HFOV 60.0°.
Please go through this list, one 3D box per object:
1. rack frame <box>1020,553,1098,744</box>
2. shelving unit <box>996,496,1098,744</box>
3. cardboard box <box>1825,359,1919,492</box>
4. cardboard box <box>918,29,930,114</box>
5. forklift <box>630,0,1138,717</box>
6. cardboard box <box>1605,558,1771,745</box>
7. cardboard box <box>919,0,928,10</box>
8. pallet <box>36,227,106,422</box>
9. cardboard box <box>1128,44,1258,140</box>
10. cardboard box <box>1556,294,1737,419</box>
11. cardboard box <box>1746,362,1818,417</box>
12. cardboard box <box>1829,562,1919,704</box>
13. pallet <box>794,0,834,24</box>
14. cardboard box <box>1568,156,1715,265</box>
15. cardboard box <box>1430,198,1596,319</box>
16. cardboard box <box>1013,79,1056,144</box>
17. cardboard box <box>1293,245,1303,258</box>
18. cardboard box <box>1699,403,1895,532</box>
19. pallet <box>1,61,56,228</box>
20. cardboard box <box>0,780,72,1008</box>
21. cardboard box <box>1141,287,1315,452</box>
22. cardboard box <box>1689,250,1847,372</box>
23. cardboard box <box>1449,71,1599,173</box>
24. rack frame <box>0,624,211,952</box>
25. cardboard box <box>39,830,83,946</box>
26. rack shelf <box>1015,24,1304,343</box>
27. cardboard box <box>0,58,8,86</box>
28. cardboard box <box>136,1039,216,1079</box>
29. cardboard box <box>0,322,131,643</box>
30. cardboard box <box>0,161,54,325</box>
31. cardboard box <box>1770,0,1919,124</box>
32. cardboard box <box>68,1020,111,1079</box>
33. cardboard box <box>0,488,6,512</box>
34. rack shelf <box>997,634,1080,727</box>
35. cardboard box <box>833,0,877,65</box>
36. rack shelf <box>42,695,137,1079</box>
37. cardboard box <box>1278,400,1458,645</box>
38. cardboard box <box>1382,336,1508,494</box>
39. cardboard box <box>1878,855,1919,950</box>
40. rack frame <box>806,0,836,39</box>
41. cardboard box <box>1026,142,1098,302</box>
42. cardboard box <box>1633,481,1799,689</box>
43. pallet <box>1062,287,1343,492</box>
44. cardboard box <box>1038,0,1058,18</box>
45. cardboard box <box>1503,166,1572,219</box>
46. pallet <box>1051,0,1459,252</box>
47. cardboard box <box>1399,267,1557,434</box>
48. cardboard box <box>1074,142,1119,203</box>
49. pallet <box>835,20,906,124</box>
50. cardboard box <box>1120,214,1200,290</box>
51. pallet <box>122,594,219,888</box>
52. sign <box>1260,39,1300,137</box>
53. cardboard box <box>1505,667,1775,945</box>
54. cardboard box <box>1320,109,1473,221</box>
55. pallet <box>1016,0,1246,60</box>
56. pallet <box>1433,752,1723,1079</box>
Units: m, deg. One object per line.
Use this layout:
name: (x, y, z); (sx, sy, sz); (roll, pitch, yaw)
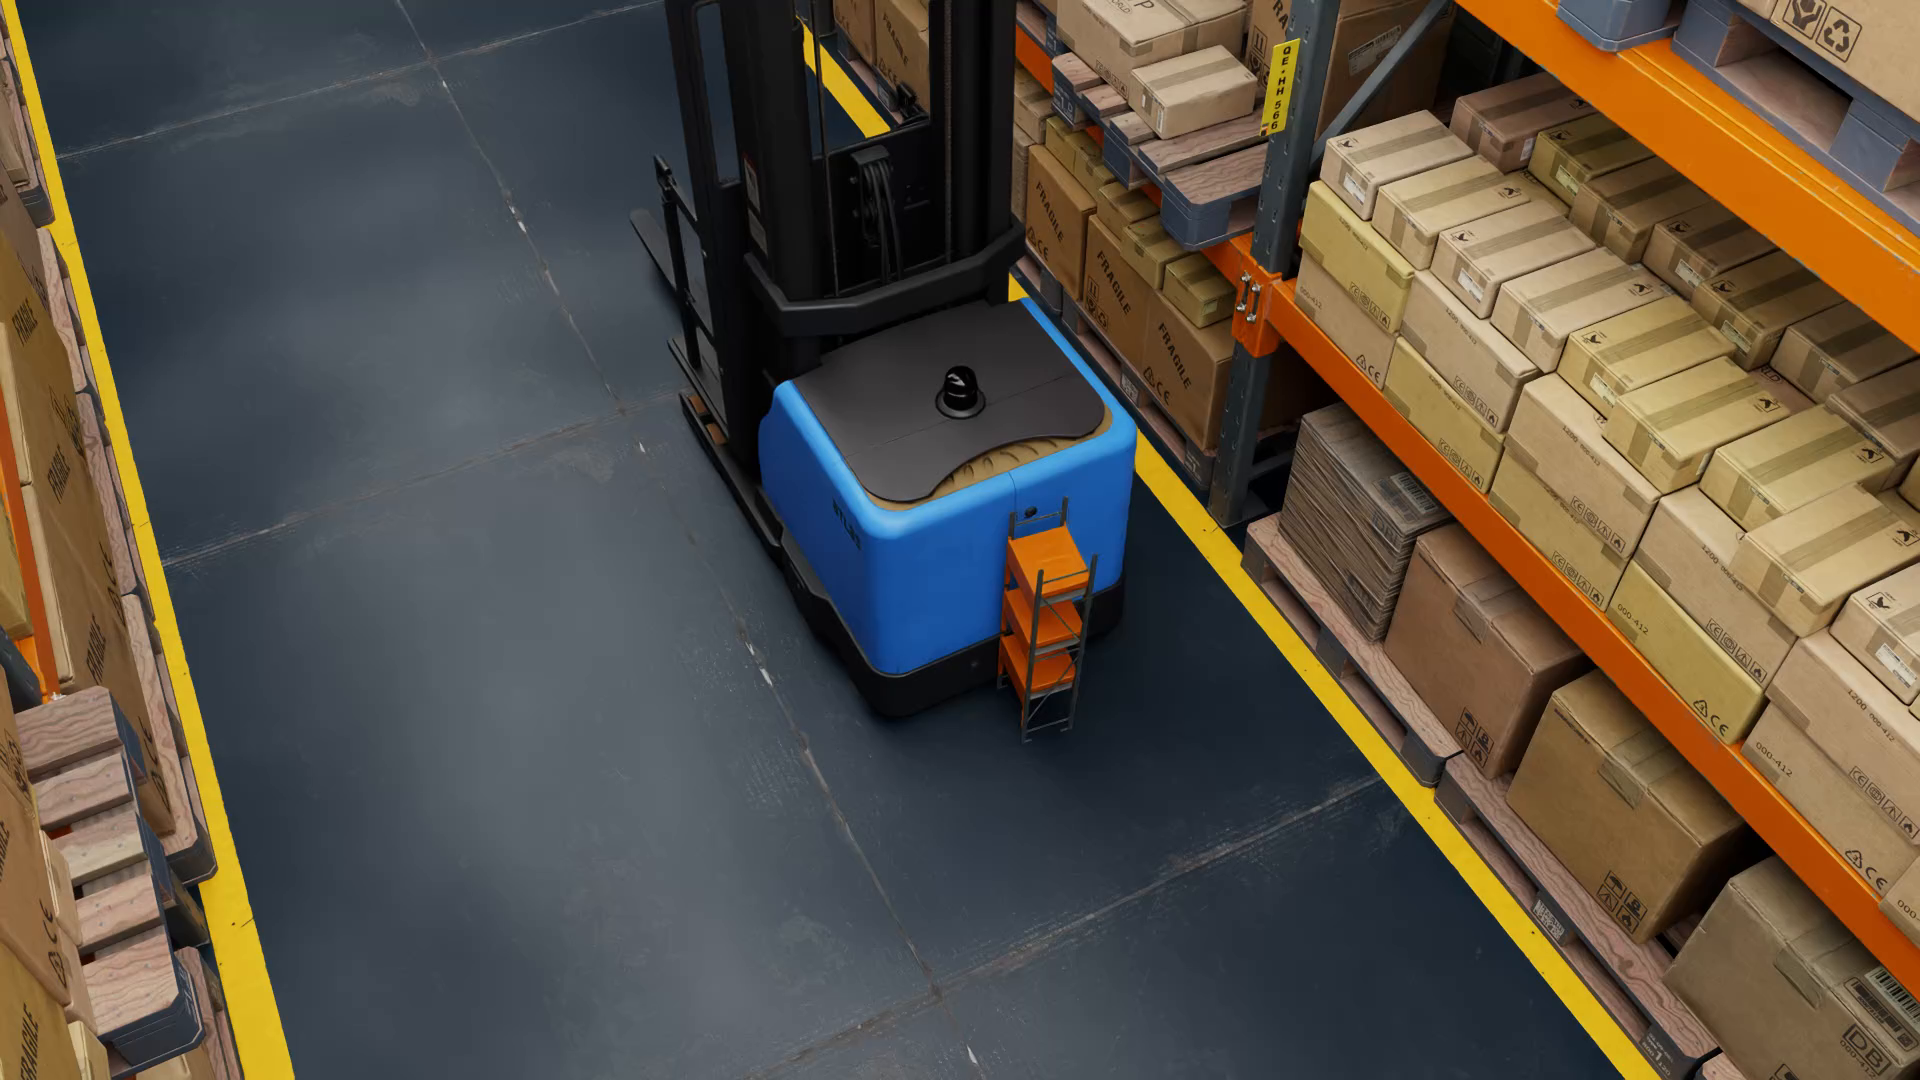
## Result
rack frame: (0.325, 0.389, 5.606); (0.200, 1.050, 0.008); (-15, 55, -13)
shelving unit: (0.283, 0.297, 5.675); (0.215, 1.050, 0.252); (-15, 55, -13)
cardboard box: (2.520, -0.315, 4.428); (0.380, 0.149, 0.250); (-20, 52, -17)
cardboard box: (0.139, -2.141, 7.904); (0.500, 0.500, 0.500); (-23, 53, -19)
forklift: (-0.520, -1.443, 5.958); (1.130, 2.935, 3.031); (-22, 52, -18)
cardboard box: (2.161, 0.221, 4.556); (0.500, 0.250, 0.500); (-20, 52, -16)
cardboard box: (0.029, -2.607, 7.881); (0.380, 0.149, 0.250); (-22, 52, -18)
pallet: (-4.350, -0.794, 7.197); (1.003, 0.211, 1.213); (-21, 52, -18)
cardboard box: (0.830, -1.601, 5.938); (0.380, 0.149, 0.250); (-20, 52, -17)
cardboard box: (1.892, -0.500, 4.590); (0.380, 0.149, 0.250); (-21, 52, -17)
cardboard box: (2.387, -0.470, 4.829); (0.500, 0.250, 0.500); (-22, 52, -18)
cardboard box: (2.337, 0.196, 3.981); (0.380, 0.149, 0.250); (-21, 52, -17)
pallet: (-0.672, -3.457, 9.526); (1.003, 0.211, 1.213); (-21, 52, -18)
cardboard box: (2.084, -1.005, 5.032); (0.380, 0.149, 0.250); (-21, 52, -18)
cardboard box: (1.619, -0.828, 4.877); (0.380, 0.149, 0.250); (-20, 52, -17)
cardboard box: (0.439, -1.907, 7.269); (0.380, 0.149, 0.250); (-23, 53, -19)
cardboard box: (1.510, -1.223, 6.670); (0.380, 0.149, 0.250); (-19, 51, -16)
cardboard box: (2.161, -0.169, 4.300); (0.380, 0.149, 0.250); (-21, 52, -18)
pallet: (-5.049, -1.821, 8.095); (1.003, 0.211, 1.213); (-21, 52, -18)
cardboard box: (-2.239, 0.756, 3.446); (0.500, 0.500, 0.500); (-22, 52, -18)
cardboard box: (1.087, -0.762, 6.698); (0.500, 0.500, 0.500); (-20, 52, -16)
cardboard box: (2.309, -0.663, 4.733); (0.380, 0.149, 0.250); (-21, 52, -18)
cardboard box: (1.800, -1.336, 5.321); (0.380, 0.149, 0.250); (-20, 52, -16)
rack frame: (-2.940, 0.474, 4.235); (1.000, 3.000, 0.127); (-21, 52, -18)
cardboard box: (-2.239, 0.865, 3.781); (0.380, 0.149, 0.250); (-22, 52, -18)
rack shelf: (0.556, -2.340, 7.174); (1.077, 0.370, 4.000); (-21, 52, -18)
cardboard box: (-5.373, -2.554, 8.307); (0.875, 0.438, 0.875); (-23, 53, -19)
cardboard box: (-2.690, 1.583, 4.732); (0.950, 0.372, 0.625); (-24, 53, -20)
cardboard box: (-3.587, -0.054, 5.829); (0.875, 0.875, 0.875); (-21, 52, -17)
cardboard box: (-4.416, -1.254, 6.879); (0.875, 0.875, 0.875); (-20, 52, -16)
cardboard box: (2.052, -1.179, 3.277); (0.500, 0.500, 0.500); (-20, 52, -17)
cardboard box: (-1.992, 1.215, 3.475); (0.380, 0.149, 0.250); (-20, 52, -17)
cardboard box: (-3.191, -0.228, 4.949); (0.500, 0.250, 0.500); (-23, 53, -19)
rack shelf: (0.276, 0.473, 5.904); (0.215, 0.259, 0.240); (-15, 55, -13)
cardboard box: (-0.337, -2.829, 8.506); (0.500, 0.500, 0.500); (-19, 52, -16)
rack shelf: (-2.025, 2.050, 3.335); (1.077, 0.370, 4.000); (-21, 52, -18)
cardboard box: (1.745, -0.172, 6.099); (0.875, 0.625, 0.625); (-20, 52, -16)
cardboard box: (1.683, -0.469, 5.160); (0.500, 0.250, 0.500); (-22, 52, -18)
cardboard box: (2.604, 0.907, 3.956); (0.500, 0.250, 0.500); (-21, 52, -18)
rack frame: (-0.359, -3.915, 8.074); (1.000, 3.000, 0.127); (-21, 52, -18)
cardboard box: (0.625, -1.450, 7.300); (0.500, 0.500, 0.500); (-19, 52, -16)
cardboard box: (2.165, 0.053, 4.371); (0.500, 0.250, 0.500); (-20, 52, -17)
pallet: (1.164, -0.833, 7.231); (1.003, 0.211, 1.213); (-21, 52, -18)
cardboard box: (0.560, -2.439, 6.435); (0.797, 0.503, 0.637); (-22, 52, -18)
cardboard box: (1.924, -1.148, 5.422); (0.500, 0.250, 0.500); (-20, 52, -17)
pallet: (1.099, -1.604, 6.180); (1.213, 0.211, 1.003); (-21, 52, -18)
cardboard box: (1.686, -0.636, 4.974); (0.500, 0.250, 0.500); (-20, 52, -16)
cardboard box: (0.706, -1.566, 6.970); (0.380, 0.149, 0.250); (-20, 52, -16)
pallet: (0.047, -2.466, 8.659); (1.003, 0.211, 1.213); (-21, 52, -18)
cardboard box: (0.868, -1.182, 6.634); (0.380, 0.149, 0.250); (-24, 53, -19)
pallet: (-3.234, 0.839, 5.769); (1.003, 0.211, 1.213); (-21, 52, -18)
sign: (0.993, -1.400, 5.157); (0.100, 0.325, 0.005); (-21, 52, -18)
cardboard box: (2.359, 0.713, 5.325); (0.875, 0.625, 0.625); (-23, 53, -19)
cardboard box: (1.356, -1.170, 5.175); (0.380, 0.149, 0.250); (-20, 52, -16)
pallet: (0.578, -2.475, 6.942); (1.003, 0.211, 1.213); (-21, 52, -18)
pallet: (2.368, 1.060, 5.575); (1.003, 0.211, 1.213); (-21, 52, -18)
